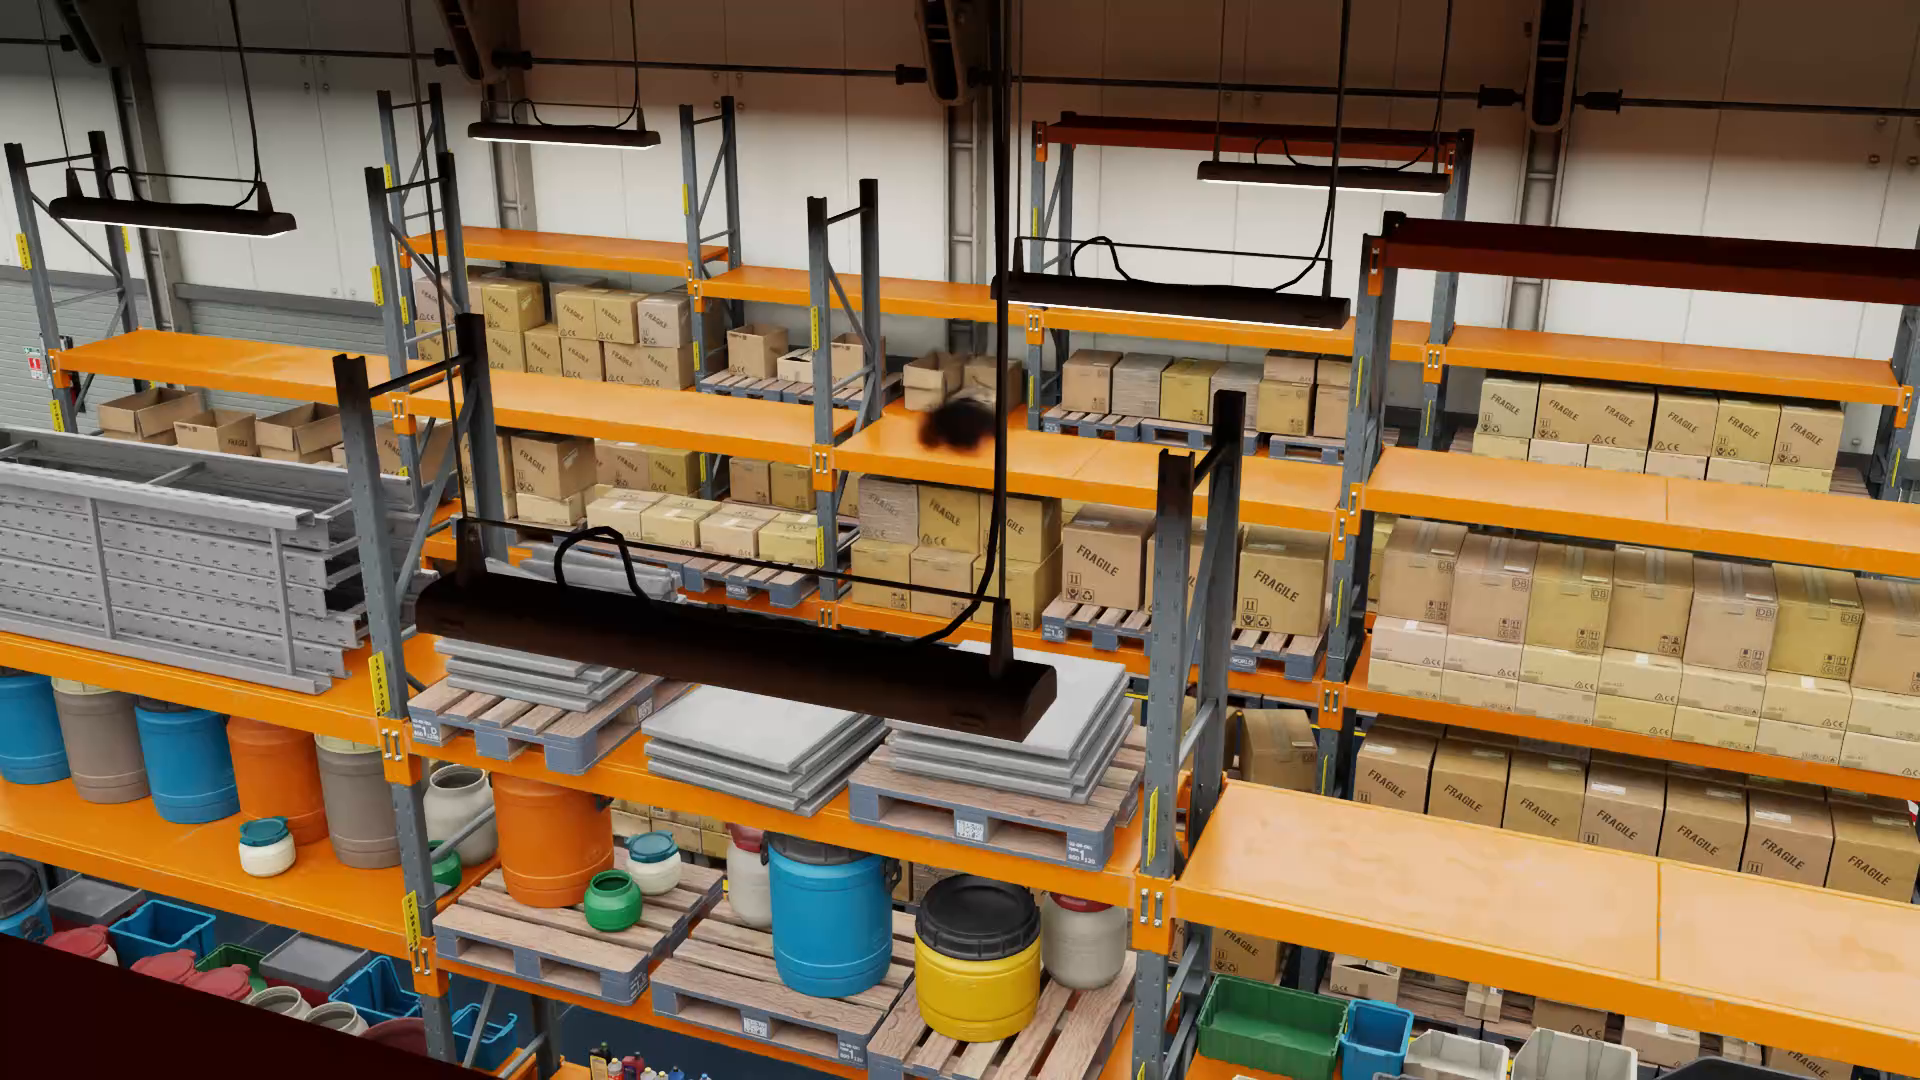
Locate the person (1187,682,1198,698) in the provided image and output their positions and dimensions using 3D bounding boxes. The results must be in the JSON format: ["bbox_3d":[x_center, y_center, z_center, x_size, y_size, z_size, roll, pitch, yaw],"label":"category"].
[{"bbox_3d":[2.226,1.851,15.195,0.855,1.668,0.702,4,21,11],"label":"person"}]
